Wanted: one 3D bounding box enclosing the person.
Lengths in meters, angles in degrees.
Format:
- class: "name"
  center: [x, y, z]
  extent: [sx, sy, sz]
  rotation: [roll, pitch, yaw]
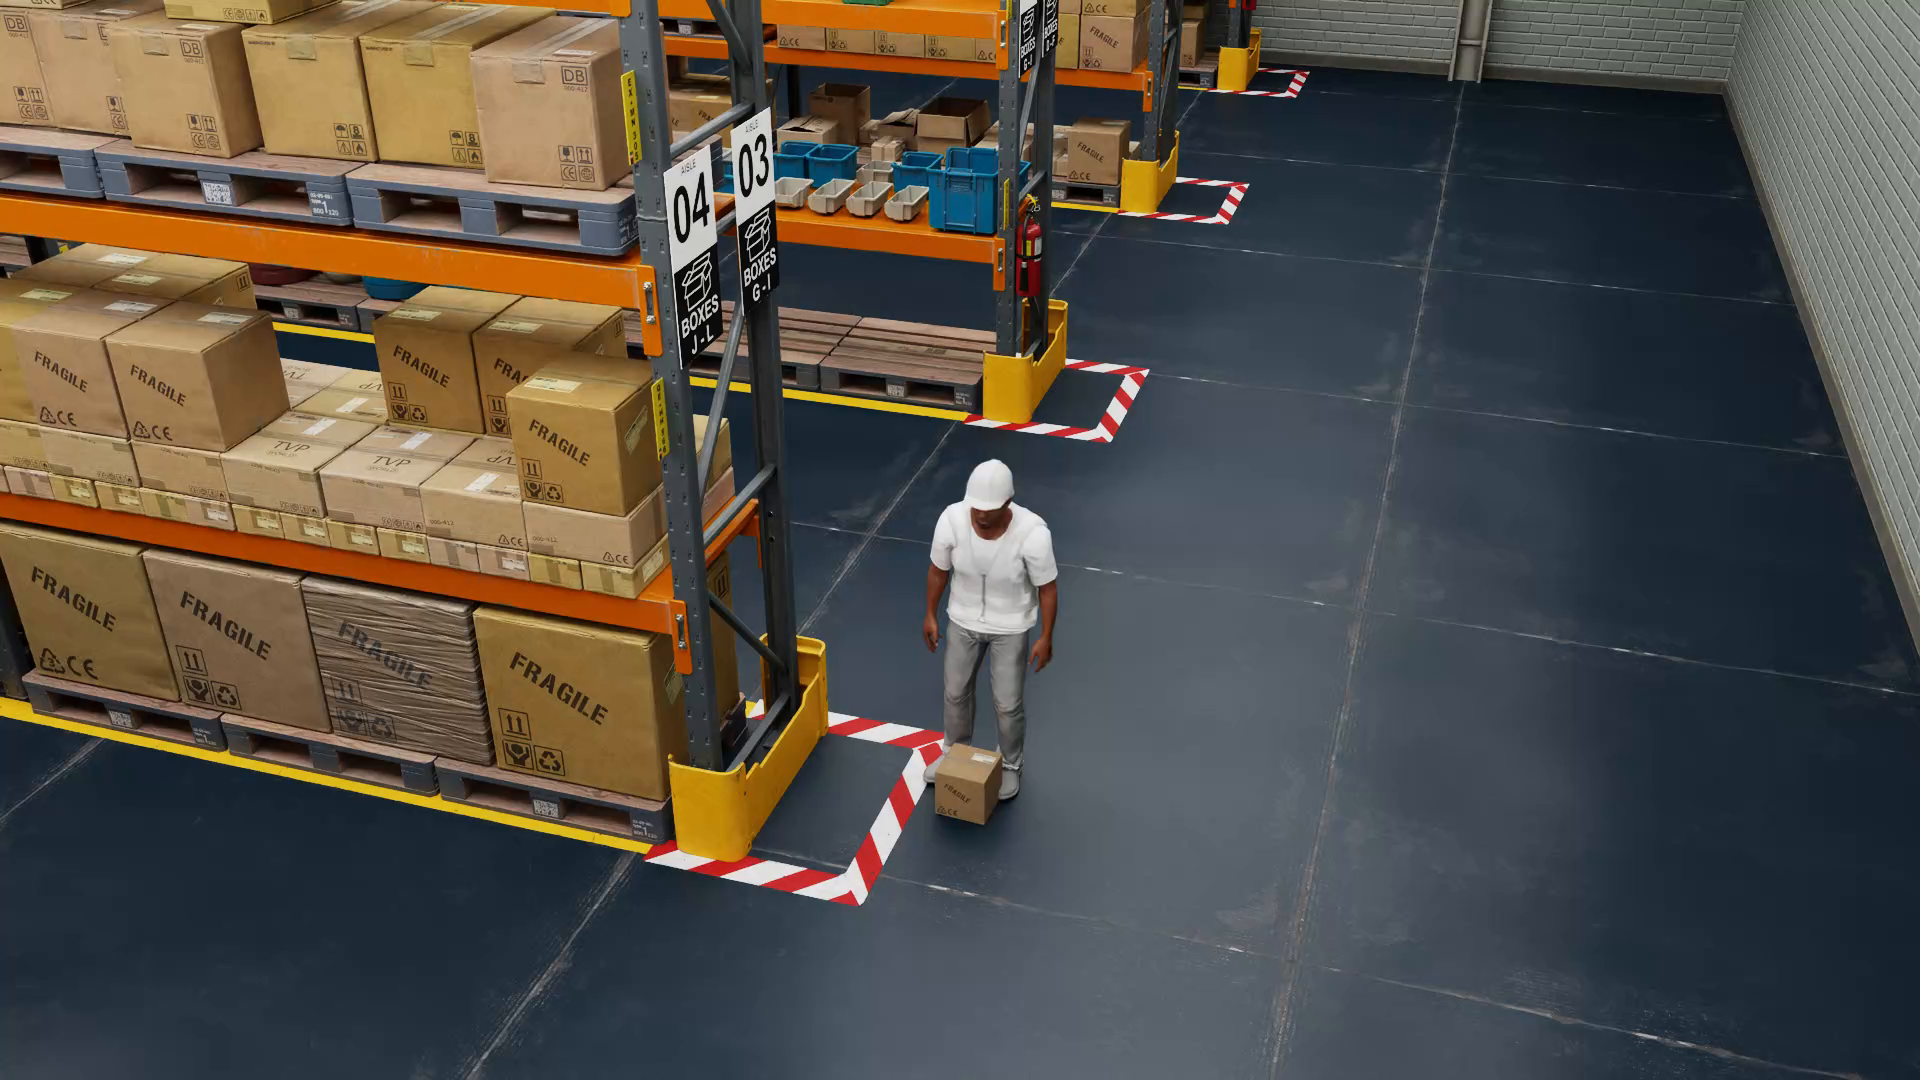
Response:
- class: "person"
  center: [0.133, 0.402, 7.765]
  extent: [0.635, 1.761, 0.454]
  rotation: [10, 31, 17]
